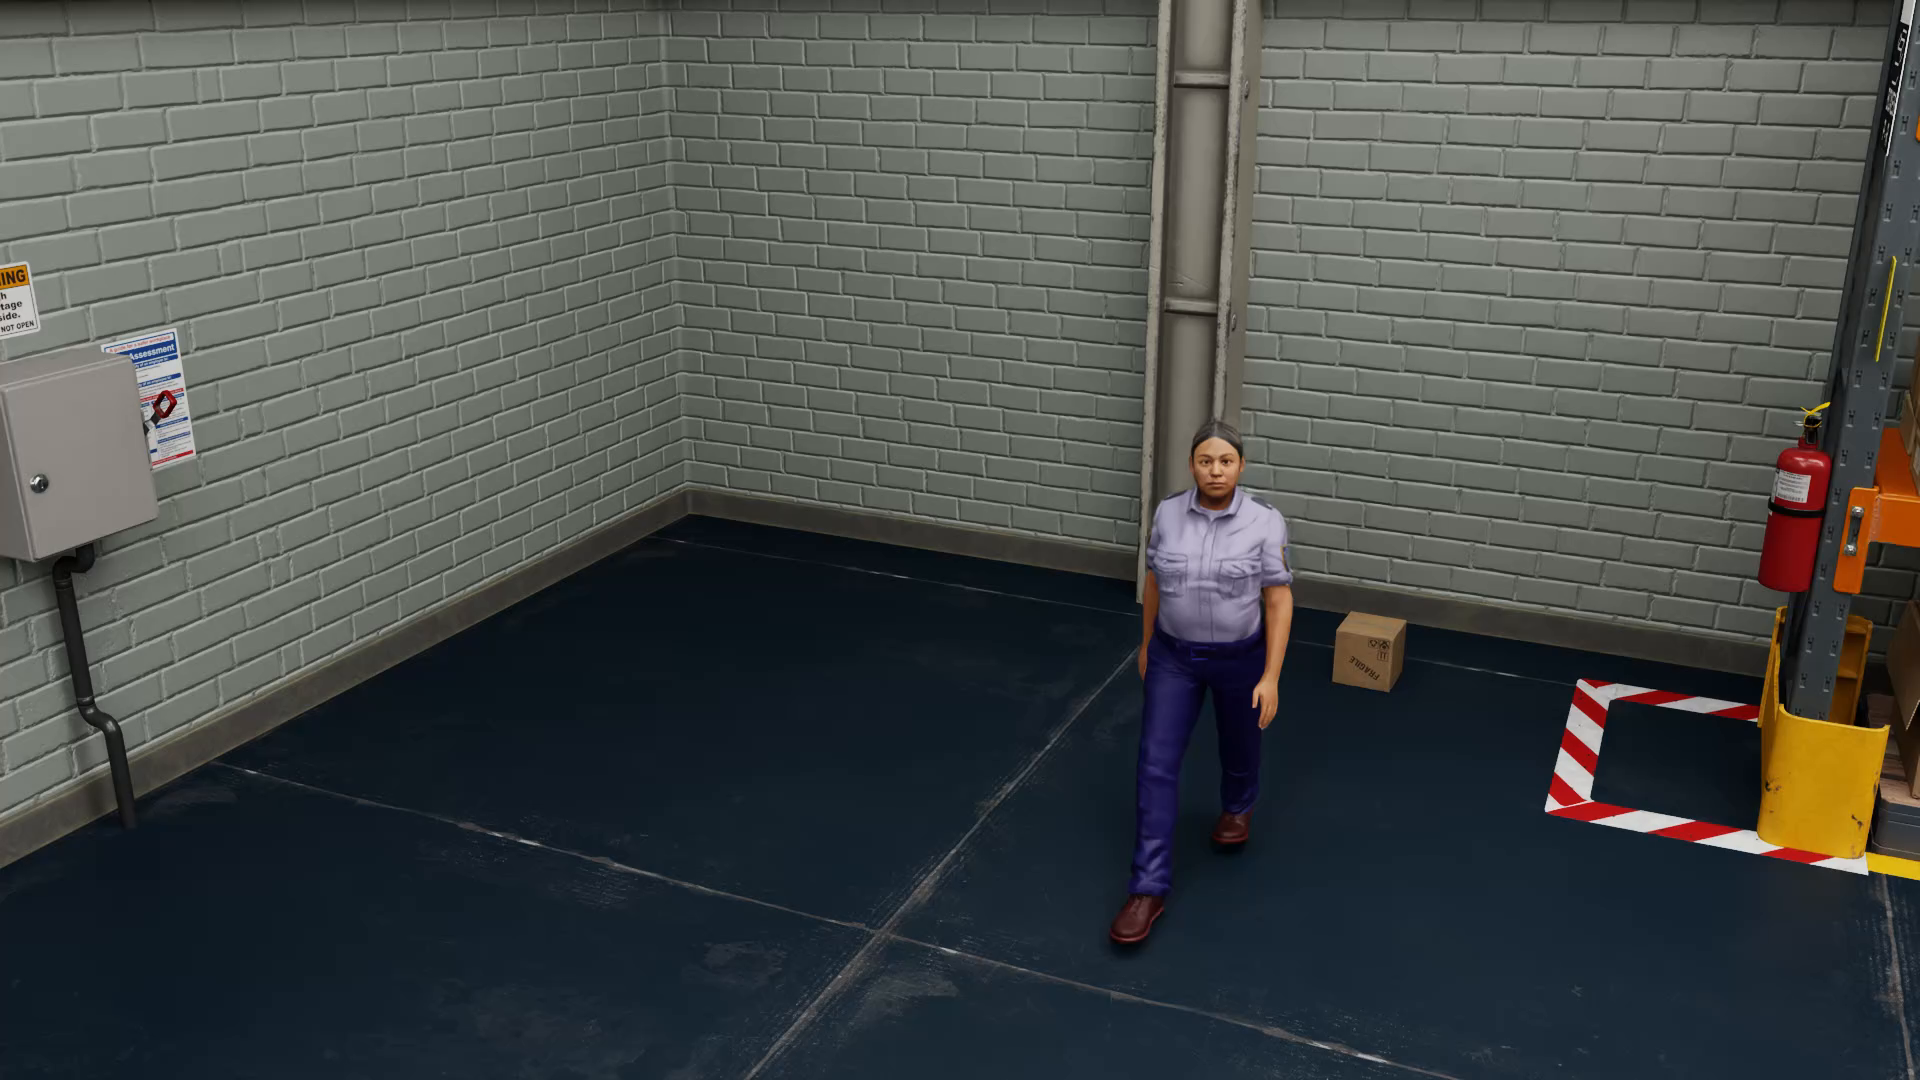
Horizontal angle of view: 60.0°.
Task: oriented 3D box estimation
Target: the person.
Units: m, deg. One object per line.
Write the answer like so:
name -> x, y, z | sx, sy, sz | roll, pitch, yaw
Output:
person -> 0.804, 0.405, 5.391 | 0.511, 1.577, 1.022 | 5, 20, 13
